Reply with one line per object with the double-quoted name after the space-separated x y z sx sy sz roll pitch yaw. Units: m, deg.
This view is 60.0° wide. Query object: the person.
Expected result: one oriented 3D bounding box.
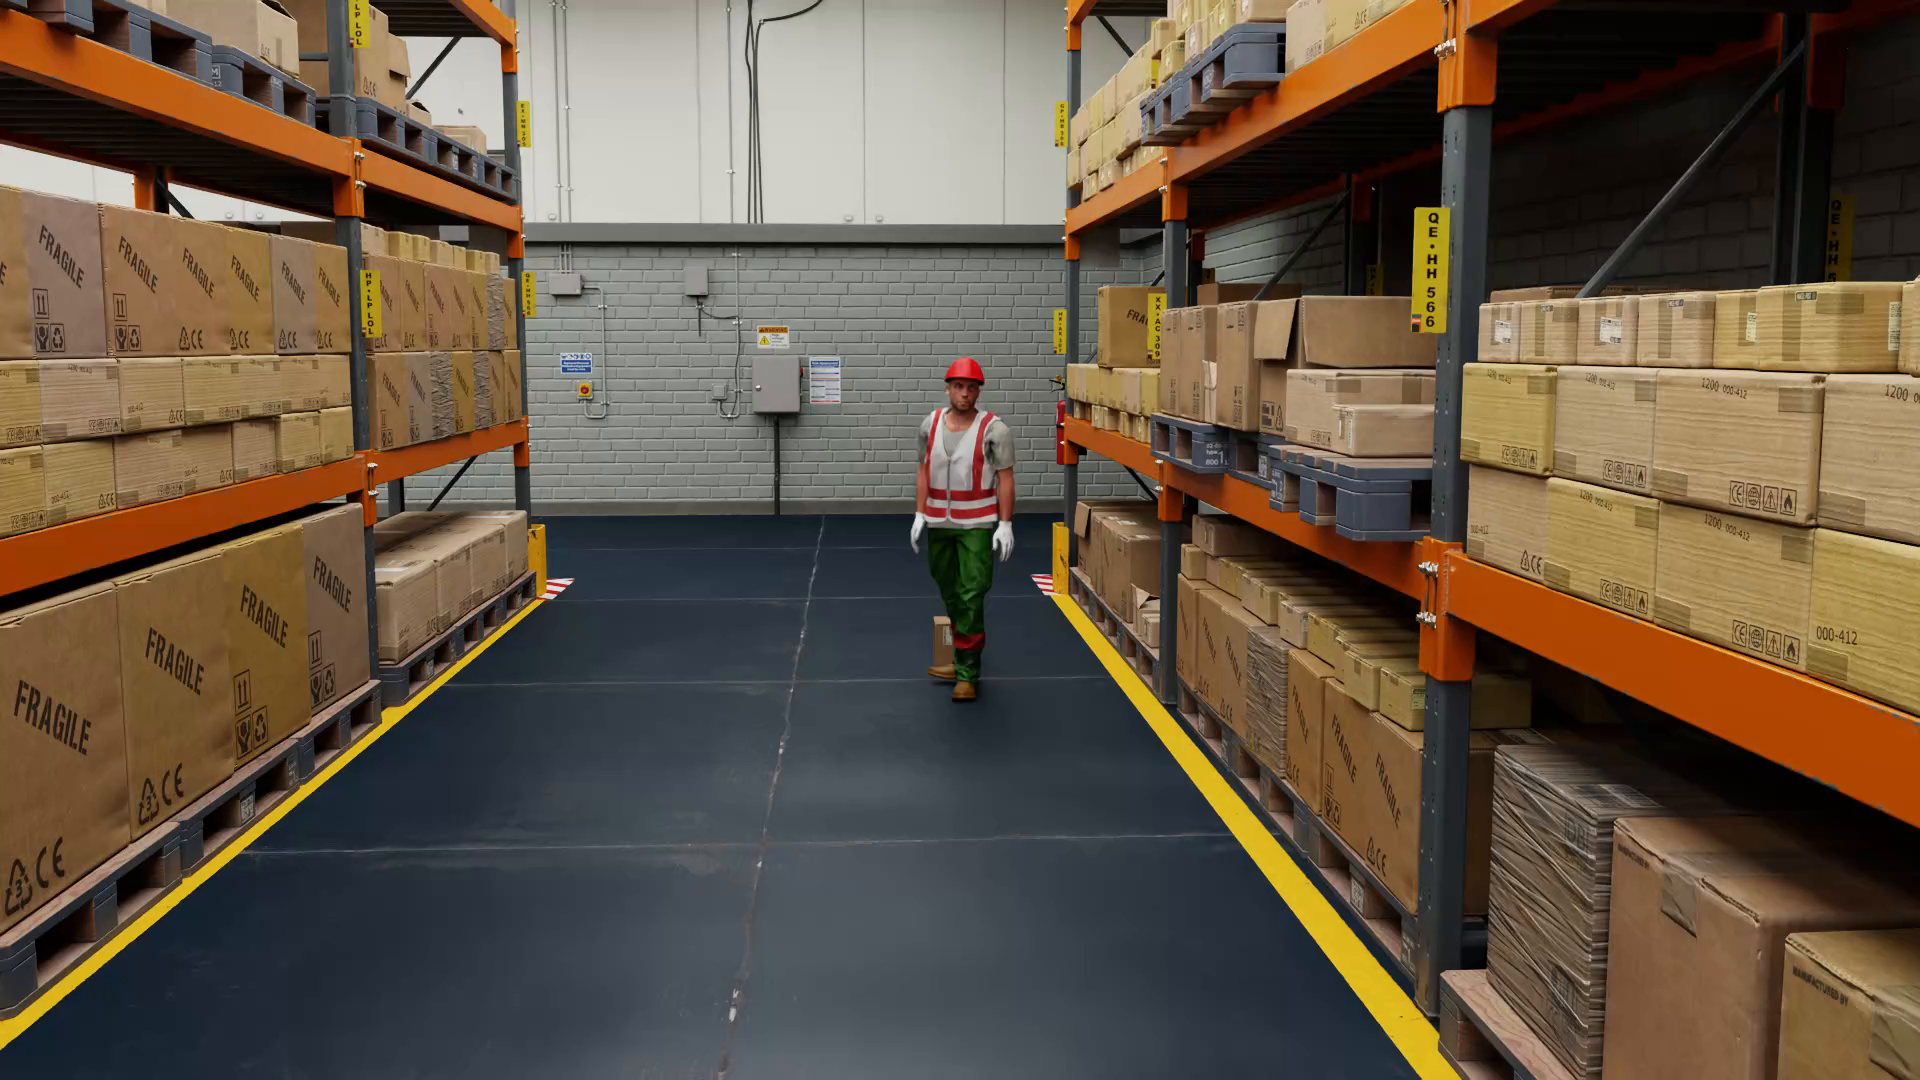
0.021 -0.075 8.785 0.569 1.779 0.574 3 8 27 "person"
